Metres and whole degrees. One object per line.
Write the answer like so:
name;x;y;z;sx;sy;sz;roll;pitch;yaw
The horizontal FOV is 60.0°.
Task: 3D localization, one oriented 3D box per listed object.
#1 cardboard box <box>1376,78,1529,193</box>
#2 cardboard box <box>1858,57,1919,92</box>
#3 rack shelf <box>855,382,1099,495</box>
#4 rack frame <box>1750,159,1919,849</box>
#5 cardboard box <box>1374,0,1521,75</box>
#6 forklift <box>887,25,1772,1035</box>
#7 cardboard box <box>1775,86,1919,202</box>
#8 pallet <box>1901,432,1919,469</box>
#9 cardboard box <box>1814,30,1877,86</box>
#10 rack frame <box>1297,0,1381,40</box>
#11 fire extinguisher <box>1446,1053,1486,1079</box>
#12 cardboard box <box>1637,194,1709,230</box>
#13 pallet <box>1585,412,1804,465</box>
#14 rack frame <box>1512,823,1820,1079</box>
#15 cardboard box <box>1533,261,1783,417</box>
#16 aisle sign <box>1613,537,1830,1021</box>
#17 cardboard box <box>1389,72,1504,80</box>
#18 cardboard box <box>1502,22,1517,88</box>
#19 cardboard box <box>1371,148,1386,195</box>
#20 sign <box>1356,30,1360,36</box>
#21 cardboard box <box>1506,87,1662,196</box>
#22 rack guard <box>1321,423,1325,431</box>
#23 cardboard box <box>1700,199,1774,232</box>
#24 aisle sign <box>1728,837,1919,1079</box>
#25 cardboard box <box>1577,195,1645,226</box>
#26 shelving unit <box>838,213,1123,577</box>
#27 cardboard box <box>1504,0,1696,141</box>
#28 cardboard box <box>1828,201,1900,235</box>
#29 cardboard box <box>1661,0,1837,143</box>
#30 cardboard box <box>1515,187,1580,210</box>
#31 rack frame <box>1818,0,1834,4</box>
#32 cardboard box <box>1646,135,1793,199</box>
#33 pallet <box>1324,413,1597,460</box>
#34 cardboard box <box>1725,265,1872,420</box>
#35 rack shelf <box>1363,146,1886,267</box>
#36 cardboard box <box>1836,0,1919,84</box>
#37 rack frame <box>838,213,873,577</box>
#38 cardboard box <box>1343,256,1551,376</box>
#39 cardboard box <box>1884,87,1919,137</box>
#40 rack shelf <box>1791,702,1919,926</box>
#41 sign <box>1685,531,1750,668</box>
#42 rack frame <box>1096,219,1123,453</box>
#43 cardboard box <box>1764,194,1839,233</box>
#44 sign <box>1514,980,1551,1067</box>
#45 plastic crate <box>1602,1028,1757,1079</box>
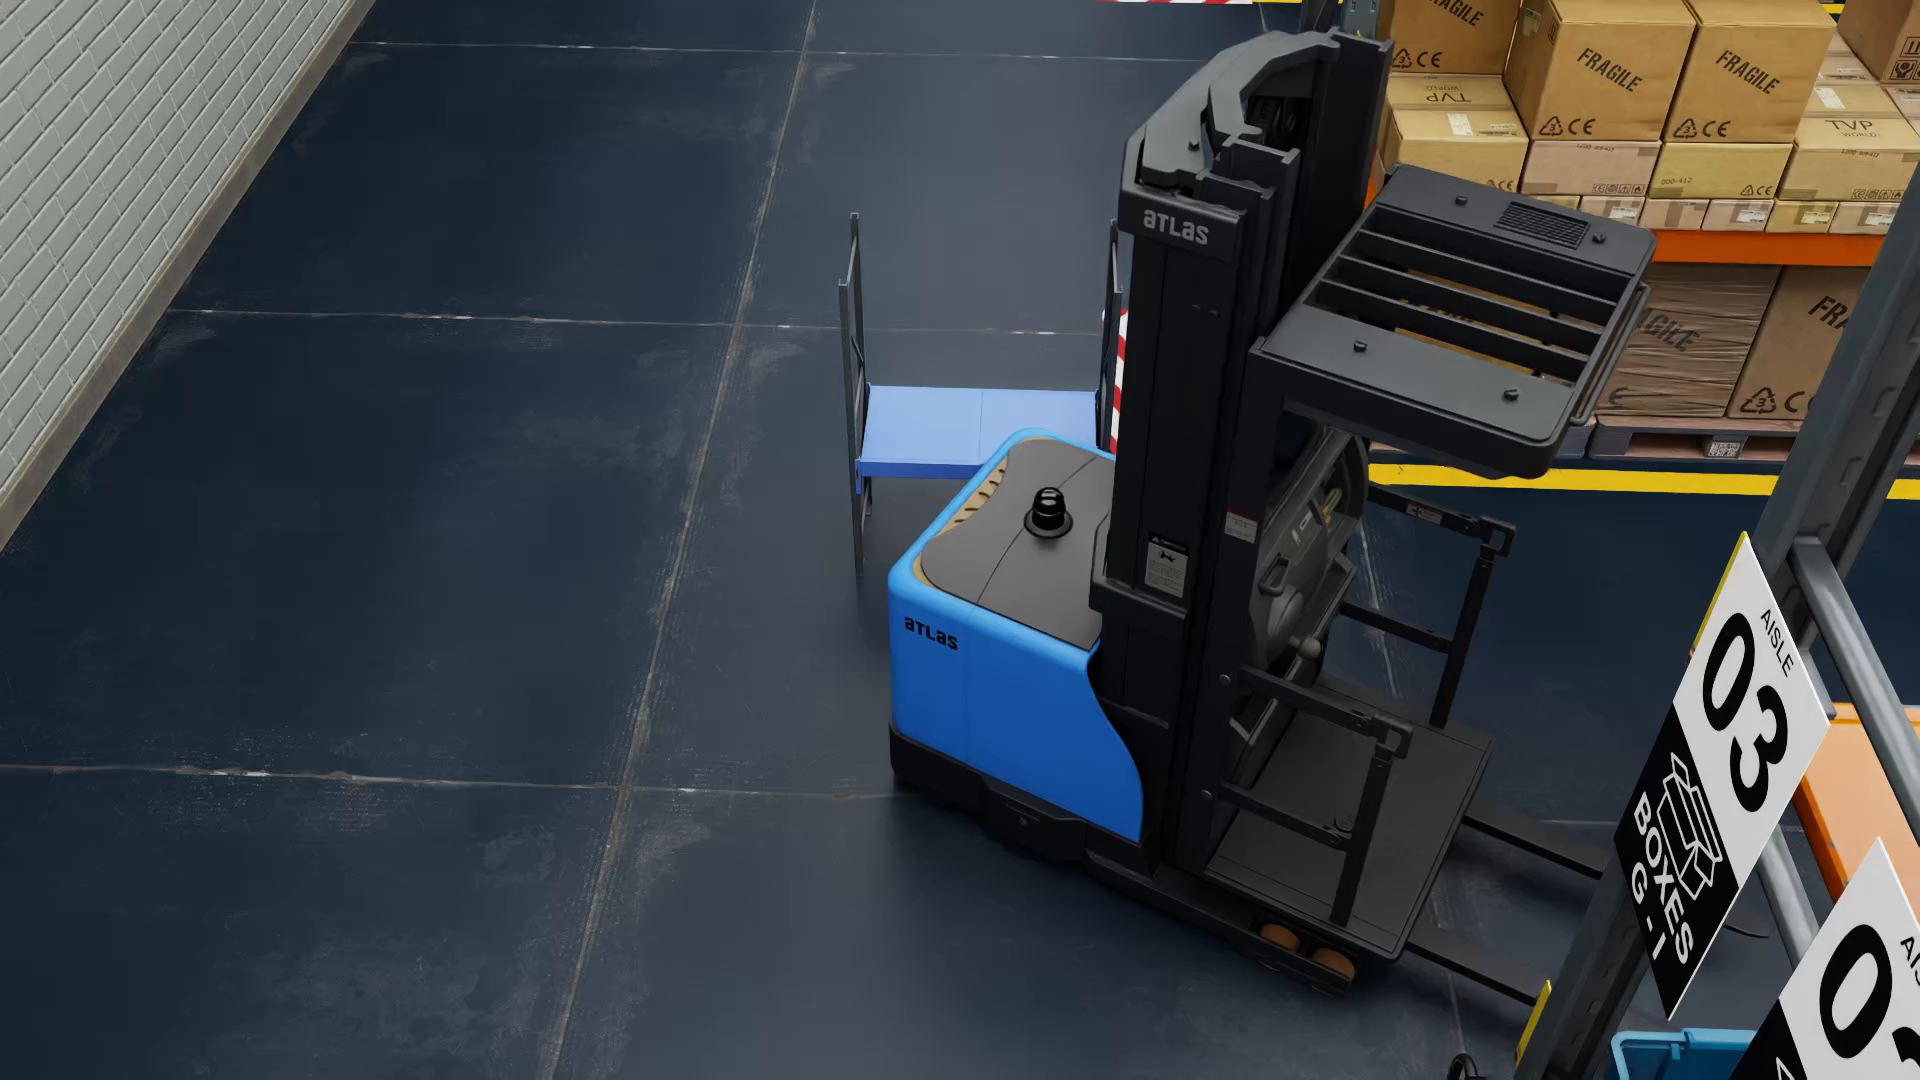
cardboard box;1.995;-1.657;6.806;0.500;0.250;0.500;1;43;1
cardboard box;4.052;-1.957;7.127;0.500;0.250;0.500;3;43;3
rack shelf;0.085;-0.415;6.944;1.000;0.185;0.538;2;43;2
rack frame;1.305;-0.624;1.404;0.127;3.000;1.000;2;43;2
cardboard box;2.026;-2.294;6.939;0.500;0.500;0.500;2;43;2
forklift;1.268;0.062;5.119;3.031;2.935;1.130;22;47;22
cardboard box;3.538;-1.616;6.761;0.500;0.250;0.500;1;43;1
pallet;4.768;-0.736;7.970;1.213;0.211;1.003;2;43;2
cardboard box;3.560;-1.977;7.149;0.500;0.250;0.500;2;43;2
rack frame;1.528;-1.802;7.069;0.127;3.000;1.000;2;43;2
fire extinguisher;1.175;1.421;3.939;0.183;0.674;0.296;2;43;2
cardboard box;2.894;-1.444;6.869;0.250;0.149;0.380;1;43;1
pallet;3.546;-0.771;8.008;1.213;0.211;1.003;2;43;2
rack frame;1.305;1.571;3.449;0.127;3.000;1.000;2;43;2
cardboard box;3.080;-1.185;7.658;0.875;0.875;0.875;2;43;2
aisle sign;1.246;0.418;2.779;0.004;0.787;0.394;2;43;2
cardboard box;2.024;-2.022;7.197;0.500;0.250;0.500;1;43;1
cardboard box;2.531;-2.006;7.180;0.500;0.250;0.500;1;43;1
cardboard box;1.868;-1.475;6.902;0.250;0.149;0.380;2;43;2
sign;1.497;-1.770;6.342;0.005;0.325;0.100;2;43;2
cardboard box;2.515;-1.646;6.793;0.500;0.250;0.500;1;43;1
rack guard;1.504;-0.888;7.922;0.348;0.500;1.175;2;43;2
cardboard box;3.152;-1.437;6.861;0.250;0.149;0.380;1;43;1
aisle sign;1.220;0.819;2.348;0.004;0.787;0.394;2;43;2
cardboard box;2.640;-1.453;6.879;0.250;0.149;0.380;1;43;1
shelving unit;0.085;-0.546;6.821;1.048;1.500;0.538;2;43;2
cardboard box;2.495;-1.916;6.534;0.500;0.500;0.500;1;43;1
cardboard box;3.666;-1.421;6.845;0.250;0.149;0.380;2;43;3
cardboard box;3.013;-1.905;6.521;0.500;0.500;0.500;1;43;1
cardboard box;2.380;-1.460;6.886;0.250;0.149;0.380;1;43;1
rack frame;5.848;-5.054;10.560;0.127;3.000;1.000;2;43;2
cardboard box;3.017;-1.628;6.774;0.500;0.250;0.500;0;43;0
pallet;2.330;-0.810;8.051;1.213;0.211;1.003;2;43;2
cardboard box;3.969;-1.158;7.628;0.875;0.875;0.875;2;43;2
rack shelf;3.526;-1.477;7.248;4.000;0.370;1.077;2;43;2
cardboard box;4.045;-2.230;6.870;0.500;0.500;0.500;1;43;1
rack frame;-0.423;-0.562;6.838;0.032;1.500;0.500;2;43;2
cardboard box;2.171;-1.213;7.688;0.875;0.875;0.875;2;43;2
cardboard box;4.044;-1.598;6.742;0.500;0.250;0.500;3;43;3
rack shelf;3.303;0.798;2.606;4.000;0.370;1.077;2;43;2
sign;1.313;0.136;2.865;0.005;0.325;0.100;2;43;2
rack frame;0.593;-0.531;6.805;0.032;1.500;0.500;2;43;2
cardboard box;3.404;-1.428;6.852;0.250;0.149;0.380;1;43;1
sign;1.313;1.136;3.796;0.005;0.325;0.100;2;43;2
plastic crate;1.648;1.419;3.542;0.499;0.435;0.616;2;43;2
